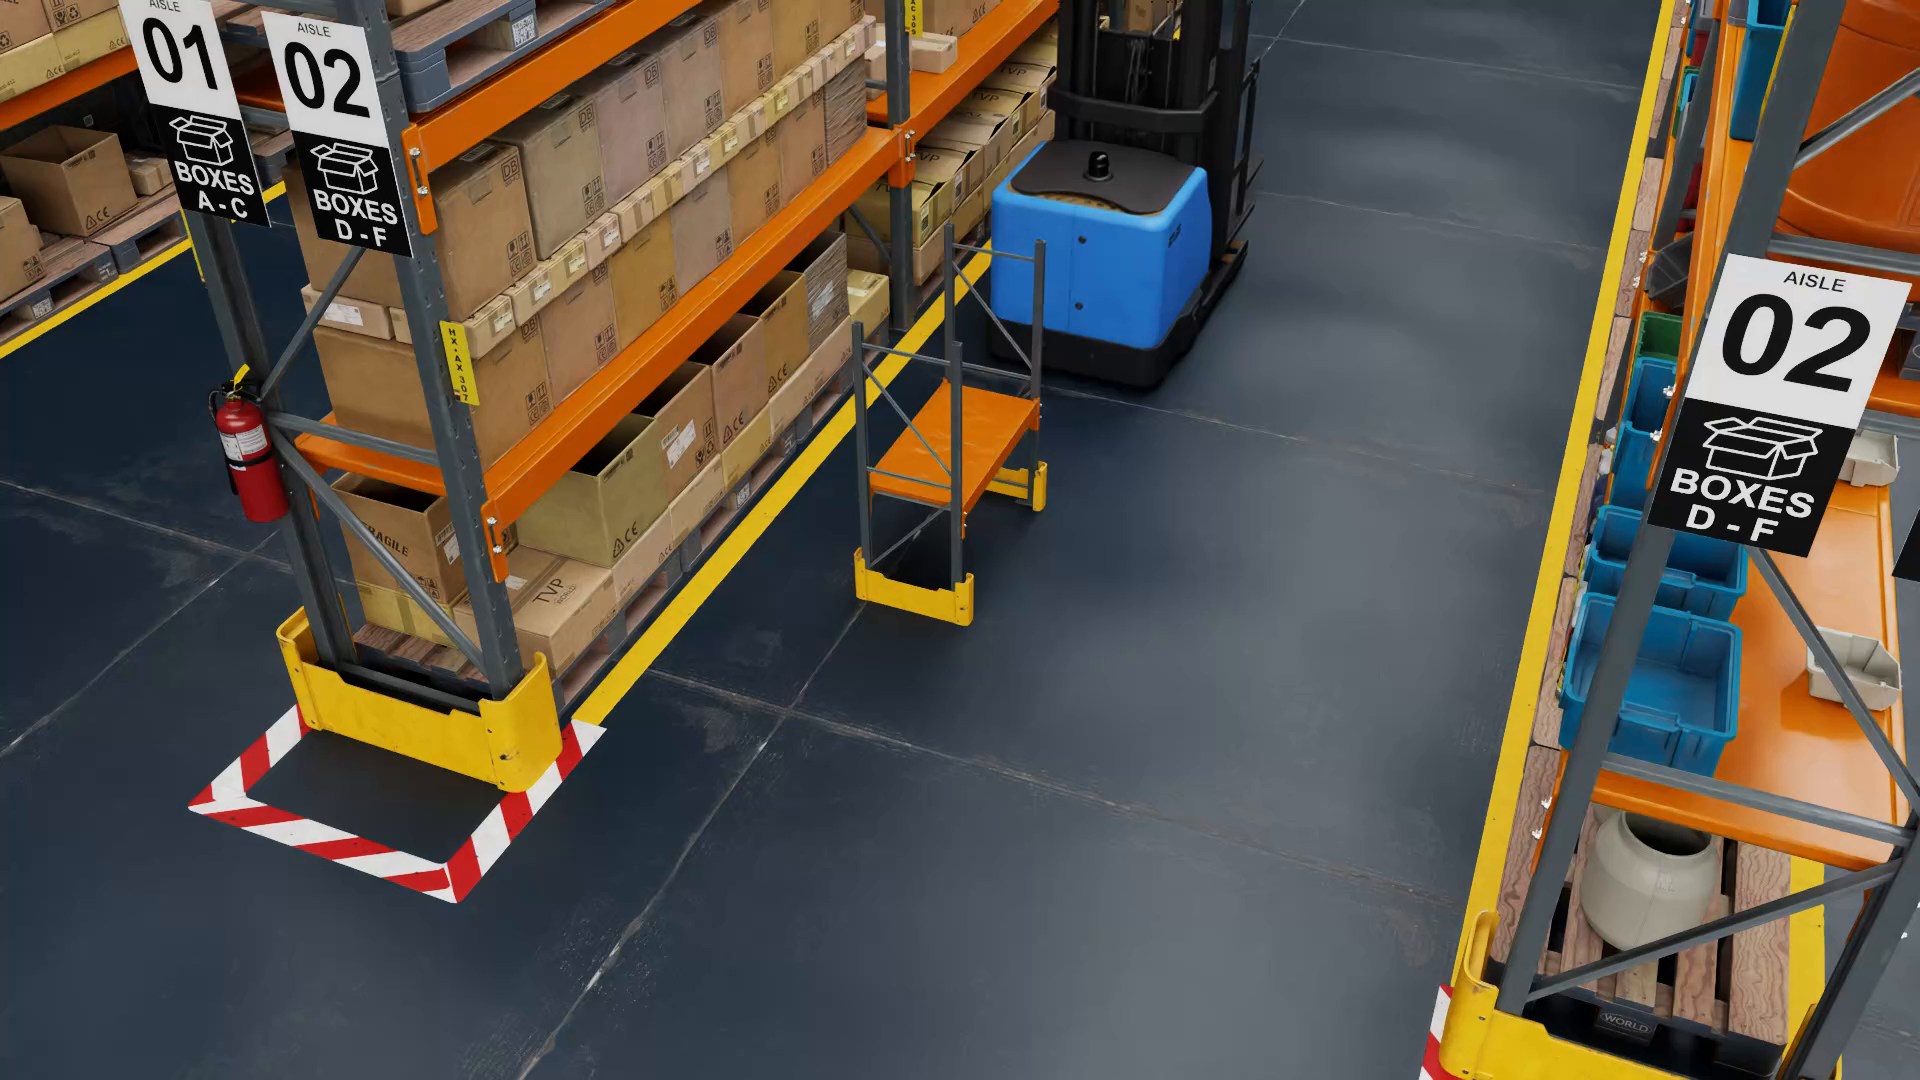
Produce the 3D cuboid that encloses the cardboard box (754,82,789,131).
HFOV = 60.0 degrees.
[{"bbox_3d":[-1.056,-2.128,8.068,0.380,0.149,0.250,14,39,18],"label":"cardboard box"}]

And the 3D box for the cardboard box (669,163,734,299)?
[{"bbox_3d":[-1.508,-1.529,7.808,0.700,0.500,0.500,15,39,19],"label":"cardboard box"}]

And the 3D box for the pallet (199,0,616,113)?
[{"bbox_3d":[-1.991,-1.927,5.993,1.003,0.211,1.213,14,39,18],"label":"pallet"}]

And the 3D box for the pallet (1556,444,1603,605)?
[{"bbox_3d":[3.523,0.019,8.149,1.003,0.211,1.213,14,39,18],"label":"pallet"}]

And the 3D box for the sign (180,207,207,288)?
[{"bbox_3d":[-2.780,-1.066,6.107,0.100,0.325,0.005,14,39,18],"label":"sign"}]

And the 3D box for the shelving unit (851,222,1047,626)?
[{"bbox_3d":[-0.029,-0.559,7.846,0.587,1.500,1.083,14,39,18],"label":"shelving unit"}]

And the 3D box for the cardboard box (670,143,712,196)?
[{"bbox_3d":[-1.350,-1.695,7.488,0.380,0.149,0.250,14,39,18],"label":"cardboard box"}]

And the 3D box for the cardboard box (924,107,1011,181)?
[{"bbox_3d":[0.017,-2.617,10.824,0.500,0.311,0.500,13,39,16],"label":"cardboard box"}]

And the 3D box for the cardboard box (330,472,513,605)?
[{"bbox_3d":[-2.355,-0.108,7.310,0.500,0.500,0.500,14,39,18],"label":"cardboard box"}]

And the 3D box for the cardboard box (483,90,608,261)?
[{"bbox_3d":[-1.879,-1.513,6.703,0.700,0.500,0.500,13,39,17],"label":"cardboard box"}]

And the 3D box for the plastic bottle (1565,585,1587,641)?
[{"bbox_3d":[2.763,0.343,7.295,0.152,0.276,0.135,13,39,16],"label":"plastic bottle"}]

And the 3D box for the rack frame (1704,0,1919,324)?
[{"bbox_3d":[2.296,-1.648,3.040,1.000,3.000,0.127,14,39,18],"label":"rack frame"}]

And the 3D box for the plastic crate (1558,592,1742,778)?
[{"bbox_3d":[2.209,0.469,5.343,0.499,0.251,0.616,14,39,18],"label":"plastic crate"}]

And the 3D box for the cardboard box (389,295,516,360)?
[{"bbox_3d":[-1.935,-0.844,6.350,0.380,0.149,0.250,14,39,17],"label":"cardboard box"}]

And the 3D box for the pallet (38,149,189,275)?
[{"bbox_3d":[-5.567,-2.220,11.145,1.003,0.211,1.213,14,39,18],"label":"pallet"}]

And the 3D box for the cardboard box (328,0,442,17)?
[{"bbox_3d":[-2.061,-2.160,5.677,0.797,0.503,0.637,17,40,21],"label":"cardboard box"}]

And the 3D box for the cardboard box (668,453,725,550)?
[{"bbox_3d":[-1.496,-0.243,8.117,0.500,0.250,0.500,14,39,18],"label":"cardboard box"}]

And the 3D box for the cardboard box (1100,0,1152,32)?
[{"bbox_3d":[1.198,-4.167,13.141,0.500,0.500,0.500,15,39,20],"label":"cardboard box"}]

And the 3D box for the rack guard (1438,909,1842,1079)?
[{"bbox_3d":[2.281,1.703,5.655,1.175,0.500,0.348,14,39,18],"label":"rack guard"}]

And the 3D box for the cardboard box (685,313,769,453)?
[{"bbox_3d":[-1.301,-0.819,8.261,0.500,0.500,0.500,14,39,18],"label":"cardboard box"}]

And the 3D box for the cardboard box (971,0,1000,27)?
[{"bbox_3d":[-0.063,-3.621,10.607,0.500,0.500,0.500,14,39,18],"label":"cardboard box"}]

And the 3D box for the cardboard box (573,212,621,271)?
[{"bbox_3d":[-1.643,-1.268,6.917,0.380,0.149,0.250,13,39,17],"label":"cardboard box"}]

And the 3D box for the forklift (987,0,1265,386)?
[{"bbox_3d":[1.206,-2.920,9.810,1.130,2.935,3.031,14,39,18],"label":"forklift"}]

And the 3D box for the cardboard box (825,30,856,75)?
[{"bbox_3d":[-0.763,-2.554,8.638,0.380,0.149,0.250,13,39,17],"label":"cardboard box"}]

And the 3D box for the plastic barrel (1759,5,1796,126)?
[{"bbox_3d":[2.612,-1.350,4.639,0.600,0.588,0.600,0,37,0],"label":"plastic barrel"}]

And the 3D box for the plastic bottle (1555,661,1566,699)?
[{"bbox_3d":[2.589,0.583,7.036,0.097,0.201,0.097,0,37,0],"label":"plastic bottle"}]

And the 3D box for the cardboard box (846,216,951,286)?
[{"bbox_3d":[-0.379,-1.824,10.232,0.500,0.250,0.500,13,39,17],"label":"cardboard box"}]

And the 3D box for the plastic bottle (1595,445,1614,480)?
[{"bbox_3d":[3.252,-0.382,8.328,0.097,0.201,0.097,0,37,0],"label":"plastic bottle"}]

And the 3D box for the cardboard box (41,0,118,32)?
[{"bbox_3d":[-5.423,-3.355,9.817,0.500,0.500,0.500,14,39,17],"label":"cardboard box"}]

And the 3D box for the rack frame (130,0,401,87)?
[{"bbox_3d":[-2.284,-2.779,4.553,1.000,3.000,0.127,14,39,18],"label":"rack frame"}]

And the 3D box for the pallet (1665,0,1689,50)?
[{"bbox_3d":[6.529,-4.355,14.001,1.003,0.211,1.213,14,39,18],"label":"pallet"}]

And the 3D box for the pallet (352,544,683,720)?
[{"bbox_3d":[-2.032,0.308,7.763,1.003,0.211,1.213,14,39,18],"label":"pallet"}]

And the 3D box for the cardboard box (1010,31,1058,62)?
[{"bbox_3d":[0.597,-3.461,11.954,0.500,0.311,0.500,13,39,17],"label":"cardboard box"}]

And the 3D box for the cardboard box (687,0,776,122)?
[{"bbox_3d":[-1.307,-2.346,7.817,0.700,0.500,0.500,14,39,18],"label":"cardboard box"}]

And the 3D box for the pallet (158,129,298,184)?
[{"bbox_3d":[-5.049,-3.031,12.231,1.003,0.211,1.213,14,39,18],"label":"pallet"}]

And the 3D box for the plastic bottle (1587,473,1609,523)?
[{"bbox_3d":[3.127,-0.223,7.989,0.144,0.351,0.185,15,39,19],"label":"plastic bottle"}]

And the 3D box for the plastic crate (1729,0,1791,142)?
[{"bbox_3d":[2.743,-1.565,5.447,0.392,0.384,0.575,14,39,18],"label":"plastic crate"}]

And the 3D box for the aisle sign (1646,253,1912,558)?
[{"bbox_3d":[1.994,-0.314,4.095,0.394,0.787,0.004,14,39,18],"label":"aisle sign"}]

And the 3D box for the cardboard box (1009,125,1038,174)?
[{"bbox_3d":[0.205,-2.676,11.372,0.500,0.250,0.500,15,39,19],"label":"cardboard box"}]

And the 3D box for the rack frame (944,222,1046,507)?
[{"bbox_3d":[0.161,-0.835,8.216,0.500,1.500,0.032,14,39,18],"label":"rack frame"}]

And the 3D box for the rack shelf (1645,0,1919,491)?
[{"bbox_3d":[3.057,-1.266,5.635,1.077,0.370,4.000,14,39,18],"label":"rack shelf"}]

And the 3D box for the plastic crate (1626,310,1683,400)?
[{"bbox_3d":[3.040,-0.688,6.943,0.450,0.188,0.662,14,39,18],"label":"plastic crate"}]

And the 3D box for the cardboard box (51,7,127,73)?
[{"bbox_3d":[-5.441,-3.059,10.048,0.500,0.250,0.500,14,39,18],"label":"cardboard box"}]

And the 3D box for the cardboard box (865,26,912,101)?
[{"bbox_3d":[-0.615,-2.813,9.735,0.500,0.250,0.500,16,40,21],"label":"cardboard box"}]

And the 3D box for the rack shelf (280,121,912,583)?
[{"bbox_3d":[-1.523,-1.195,8.046,1.077,0.370,4.000,14,39,18],"label":"rack shelf"}]

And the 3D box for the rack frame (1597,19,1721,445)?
[{"bbox_3d":[3.818,-1.460,7.799,1.000,3.000,0.127,14,39,18],"label":"rack frame"}]

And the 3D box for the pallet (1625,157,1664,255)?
[{"bbox_3d":[5.009,-2.138,11.035,1.003,0.211,1.213,14,39,18],"label":"pallet"}]

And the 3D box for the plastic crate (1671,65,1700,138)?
[{"bbox_3d":[4.219,-2.404,9.239,0.450,0.188,0.662,14,39,18],"label":"plastic crate"}]

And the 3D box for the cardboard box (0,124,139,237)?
[{"bbox_3d":[-5.702,-2.308,10.654,0.500,0.500,0.500,11,38,14],"label":"cardboard box"}]

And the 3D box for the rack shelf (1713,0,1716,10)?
[{"bbox_3d":[4.579,-3.481,8.598,1.077,0.370,4.000,14,39,18],"label":"rack shelf"}]

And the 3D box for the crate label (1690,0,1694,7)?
[{"bbox_3d":[4.833,-3.460,10.615,0.303,0.233,0.416,14,39,18],"label":"crate label"}]

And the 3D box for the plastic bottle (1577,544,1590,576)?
[{"bbox_3d":[2.926,0.093,7.692,0.097,0.201,0.097,0,37,0],"label":"plastic bottle"}]

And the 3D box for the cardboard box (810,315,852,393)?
[{"bbox_3d":[-0.935,-1.076,9.232,0.500,0.250,0.500,14,39,18],"label":"cardboard box"}]

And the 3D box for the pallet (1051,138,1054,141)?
[{"bbox_3d":[0.411,-3.241,12.512,1.003,0.211,1.213,14,39,18],"label":"pallet"}]

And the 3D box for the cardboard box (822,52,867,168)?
[{"bbox_3d":[-0.925,-2.383,8.951,0.700,0.500,0.500,13,39,17],"label":"cardboard box"}]

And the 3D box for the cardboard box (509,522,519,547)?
[{"bbox_3d":[-2.174,-0.086,7.908,0.500,0.250,0.500,14,39,18],"label":"cardboard box"}]

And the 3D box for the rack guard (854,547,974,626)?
[{"bbox_3d":[-0.218,0.218,7.851,0.587,0.250,0.087,14,39,18],"label":"rack guard"}]

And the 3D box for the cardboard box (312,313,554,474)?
[{"bbox_3d":[-2.094,-0.671,6.661,0.700,0.500,0.500,14,39,18],"label":"cardboard box"}]
